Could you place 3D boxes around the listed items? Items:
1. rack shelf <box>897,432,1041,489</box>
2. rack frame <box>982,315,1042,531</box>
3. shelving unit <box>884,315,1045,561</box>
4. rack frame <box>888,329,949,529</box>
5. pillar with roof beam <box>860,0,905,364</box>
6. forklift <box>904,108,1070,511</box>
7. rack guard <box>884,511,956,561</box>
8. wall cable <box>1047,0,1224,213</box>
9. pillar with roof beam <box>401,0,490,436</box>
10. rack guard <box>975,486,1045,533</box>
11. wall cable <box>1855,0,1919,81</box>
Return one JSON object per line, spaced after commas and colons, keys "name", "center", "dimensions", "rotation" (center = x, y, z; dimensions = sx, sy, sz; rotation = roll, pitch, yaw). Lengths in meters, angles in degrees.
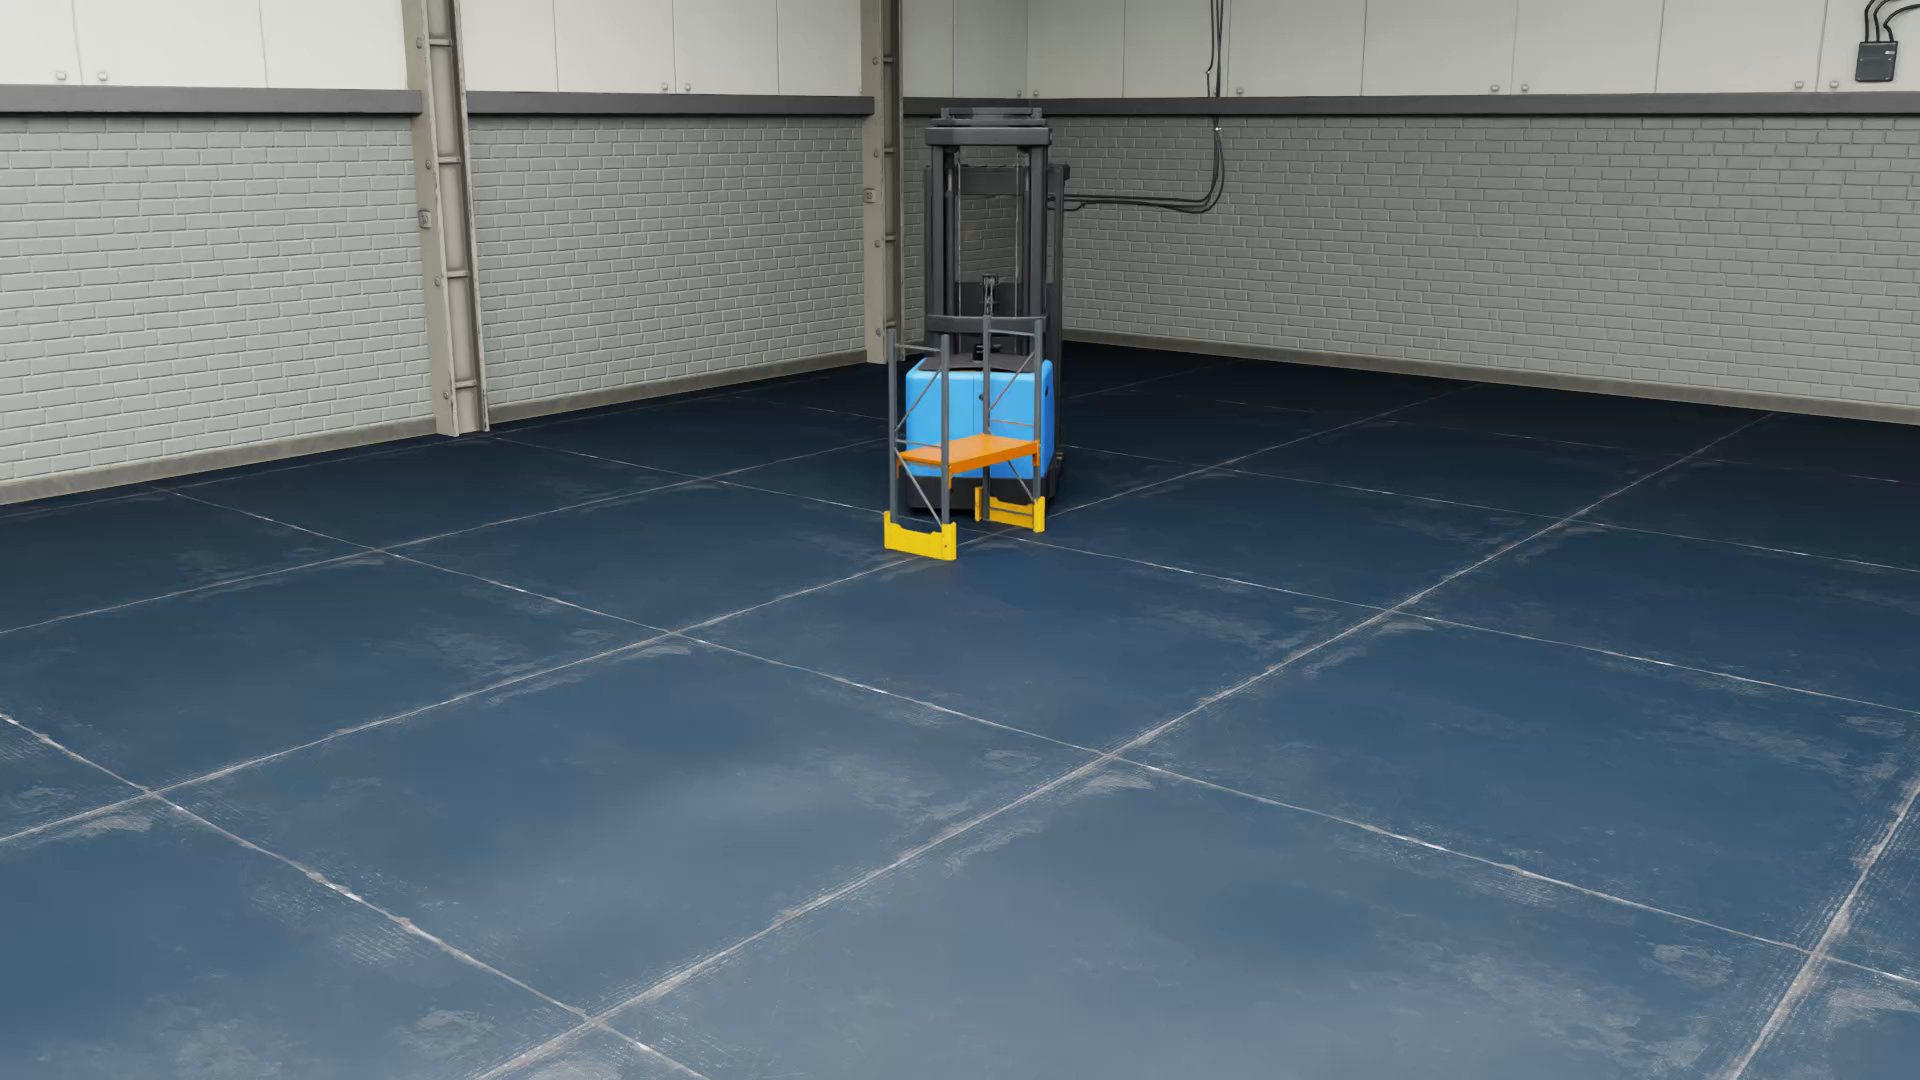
{"name": "rack shelf", "center": [0.047, -0.559, 11.506], "dimensions": [0.538, 0.185, 1.000], "rotation": [11, 18, 38]}
{"name": "rack frame", "center": [0.367, -0.830, 11.845], "dimensions": [0.500, 1.500, 0.032], "rotation": [11, 18, 38]}
{"name": "shelving unit", "center": [0.041, -0.731, 11.455], "dimensions": [0.587, 1.500, 1.083], "rotation": [11, 18, 38]}
{"name": "rack frame", "center": [-0.274, -0.636, 11.080], "dimensions": [0.500, 1.500, 0.032], "rotation": [11, 18, 38]}
{"name": "pillar with roof beam", "center": [2.443, -5.864, 16.428], "dimensions": [9.100, 9.000, 0.400], "rotation": [11, 18, 38]}
{"name": "forklift", "center": [0.293, -1.944, 13.324], "dimensions": [1.130, 2.935, 3.031], "rotation": [2, 14, 7]}
{"name": "rack guard", "center": [-0.273, -0.030, 11.235], "dimensions": [0.587, 0.250, 0.087], "rotation": [11, 18, 38]}
{"name": "wall cable", "center": [1.974, -5.384, 20.849], "dimensions": [3.097, 2.526, 0.112], "rotation": [11, 18, 38]}
{"name": "pillar with roof beam", "center": [-1.328, -4.715, 11.905], "dimensions": [9.100, 9.000, 0.400], "rotation": [11, 18, 38]}
{"name": "rack guard", "center": [0.355, -0.221, 11.984], "dimensions": [0.587, 0.250, 0.087], "rotation": [11, 18, 38]}
{"name": "wall cable", "center": [9.348, -7.066, 14.253], "dimensions": [2.305, 6.003, 0.169], "rotation": [11, 18, 38]}
